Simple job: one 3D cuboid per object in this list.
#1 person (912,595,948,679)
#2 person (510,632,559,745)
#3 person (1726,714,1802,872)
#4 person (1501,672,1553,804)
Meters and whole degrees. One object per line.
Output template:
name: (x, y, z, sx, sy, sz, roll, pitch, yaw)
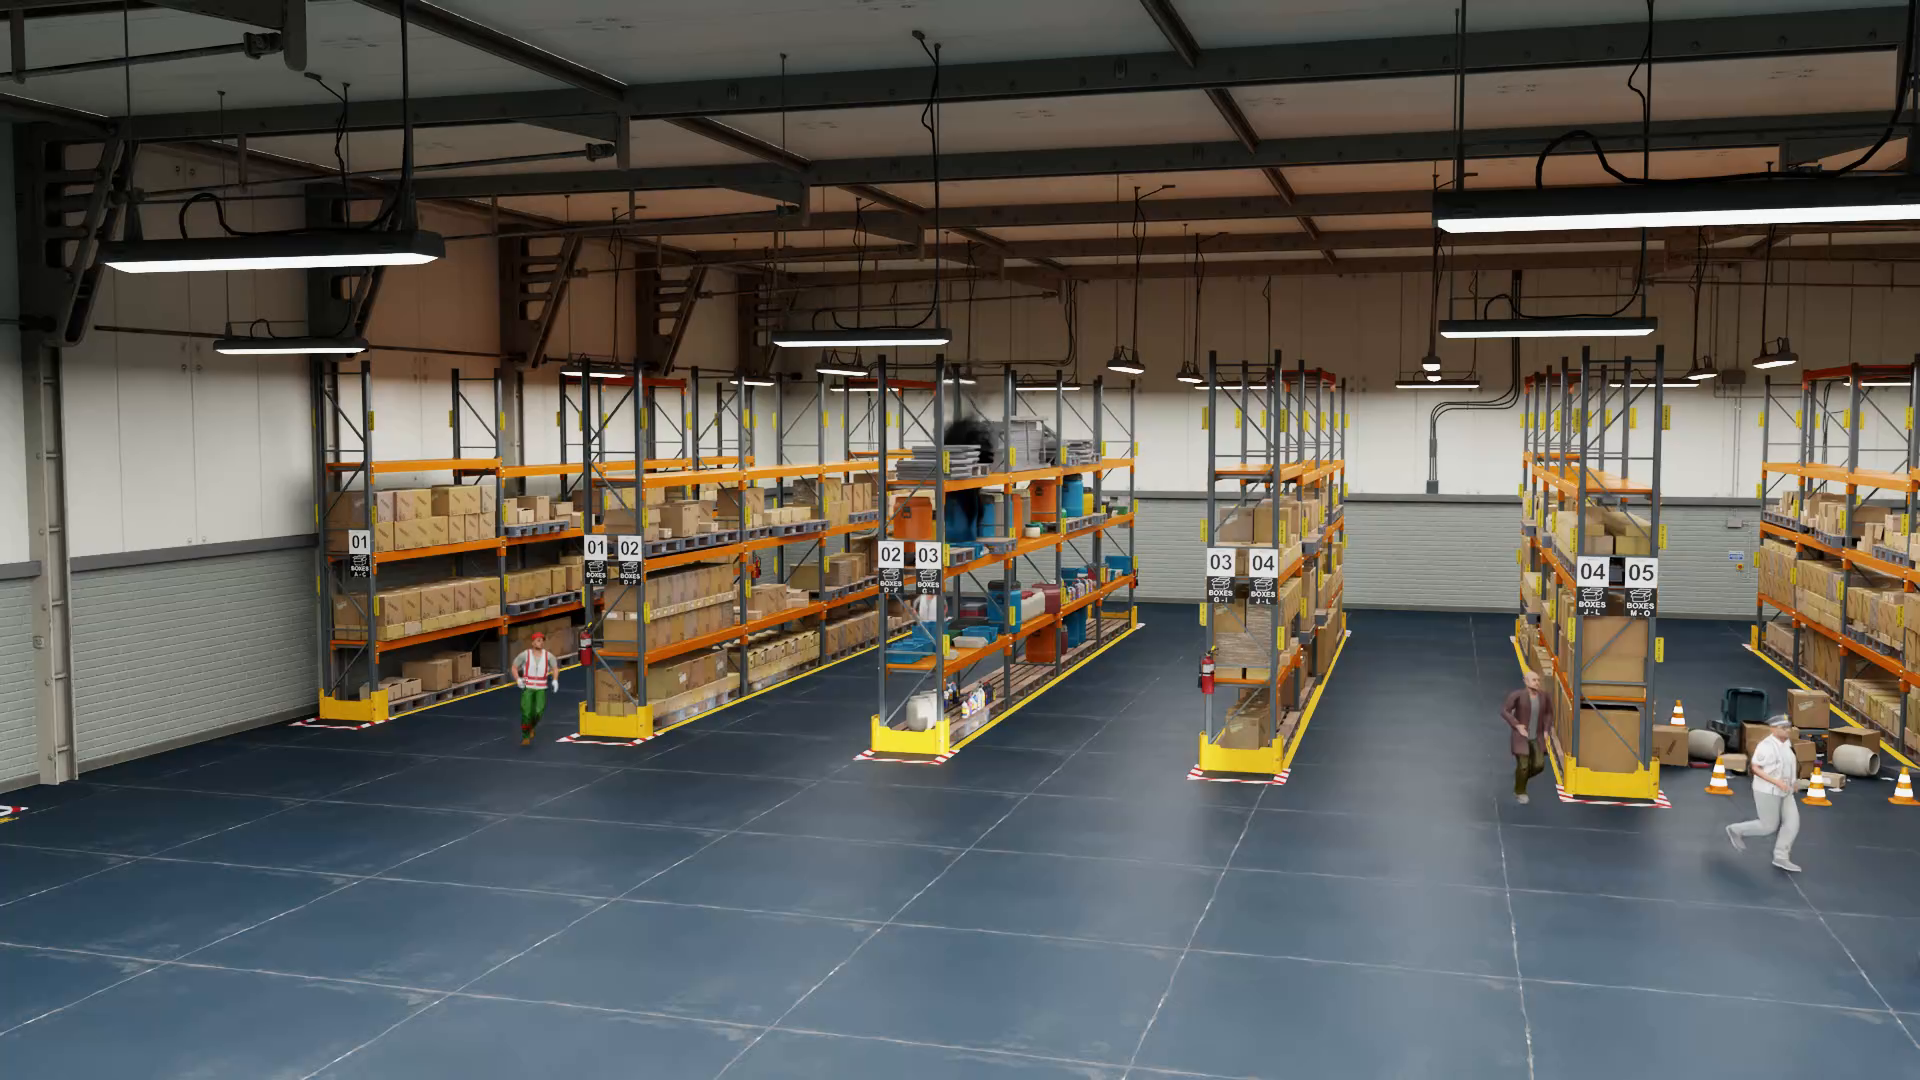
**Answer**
person: (-0.566, 1.628, 30.699, 0.654, 1.798, 0.914, 0, 4, 7)
person: (-6.568, 2.303, 25.743, 0.732, 1.729, 0.529, -2, 4, -21)
person: (9.100, 2.799, 18.717, 0.653, 1.750, 0.829, -2, 5, -31)
person: (7.484, 2.590, 21.862, 0.734, 1.735, 0.638, 0, 4, -5)
